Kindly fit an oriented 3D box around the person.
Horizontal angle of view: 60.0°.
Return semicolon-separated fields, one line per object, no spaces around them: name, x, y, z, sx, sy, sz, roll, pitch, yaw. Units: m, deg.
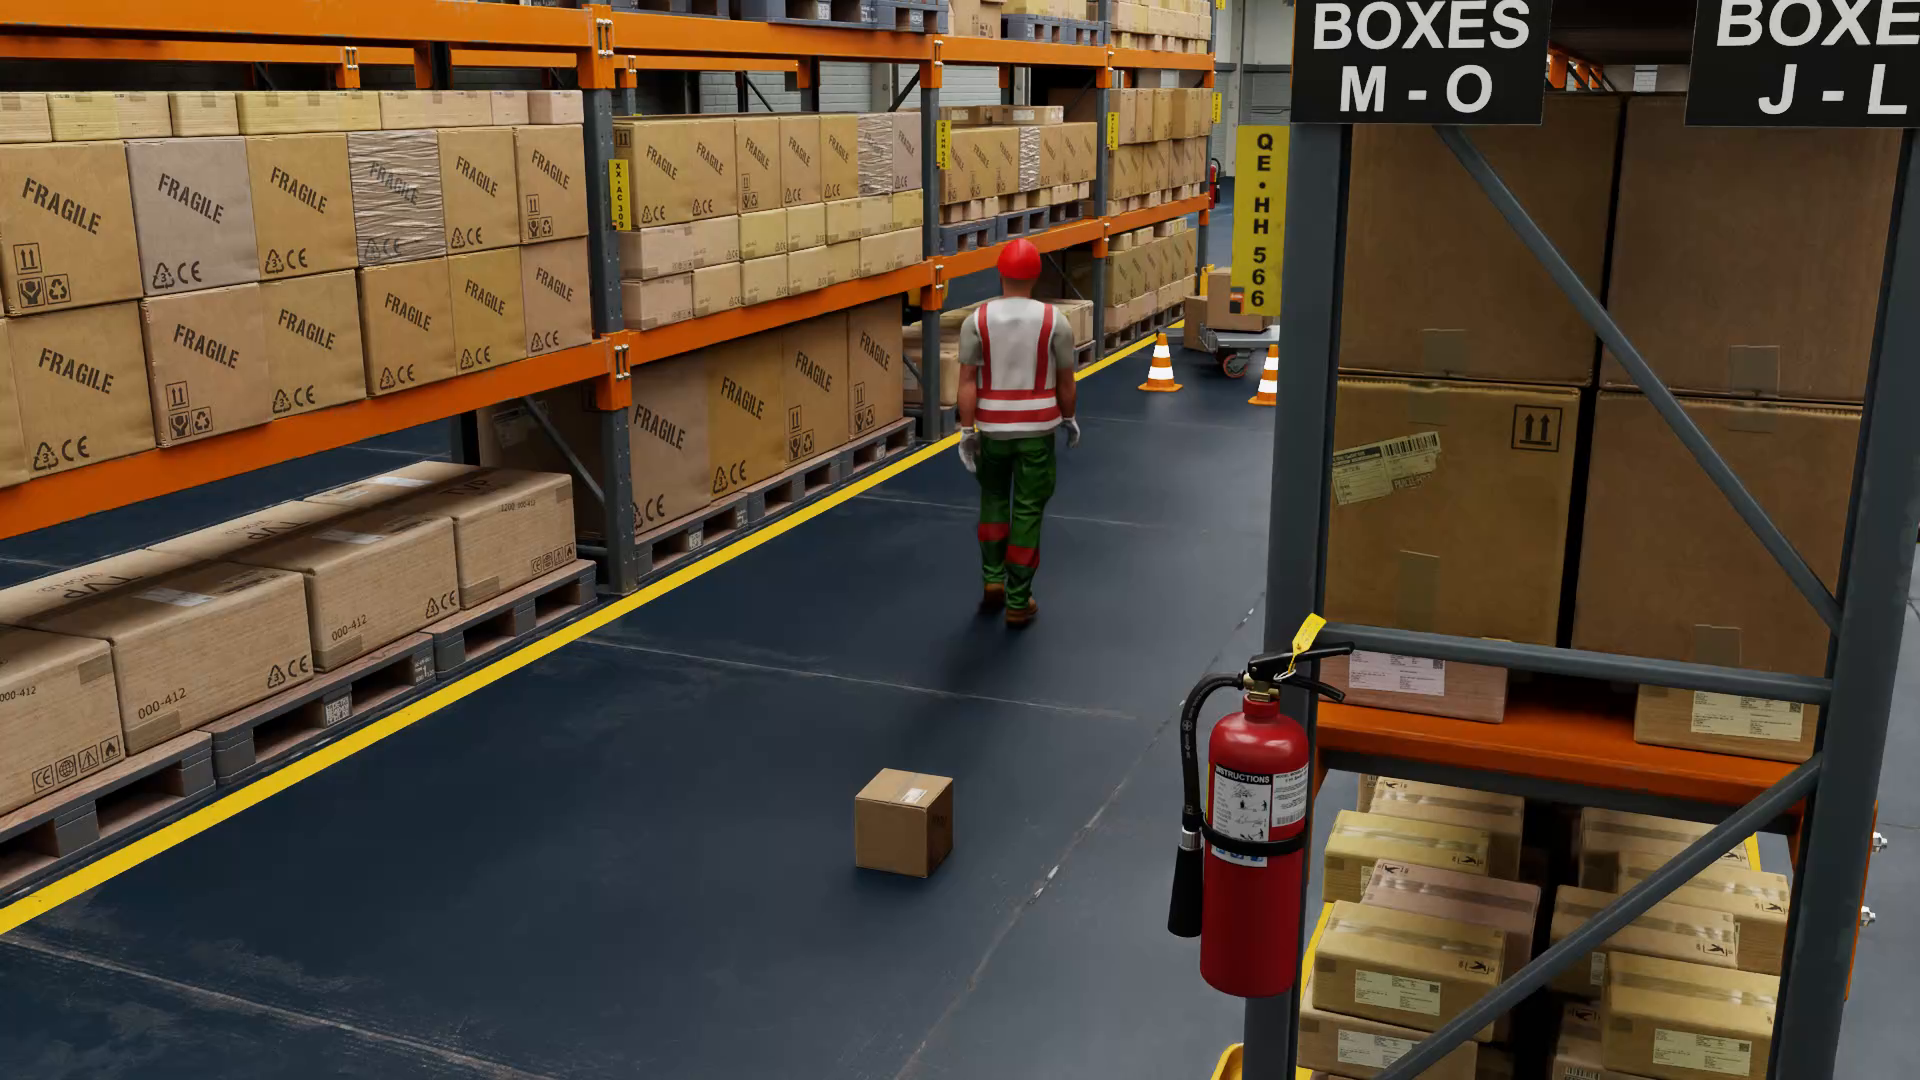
person;0.281;-0.493;7.811;0.538;1.841;0.528;3;15;10
